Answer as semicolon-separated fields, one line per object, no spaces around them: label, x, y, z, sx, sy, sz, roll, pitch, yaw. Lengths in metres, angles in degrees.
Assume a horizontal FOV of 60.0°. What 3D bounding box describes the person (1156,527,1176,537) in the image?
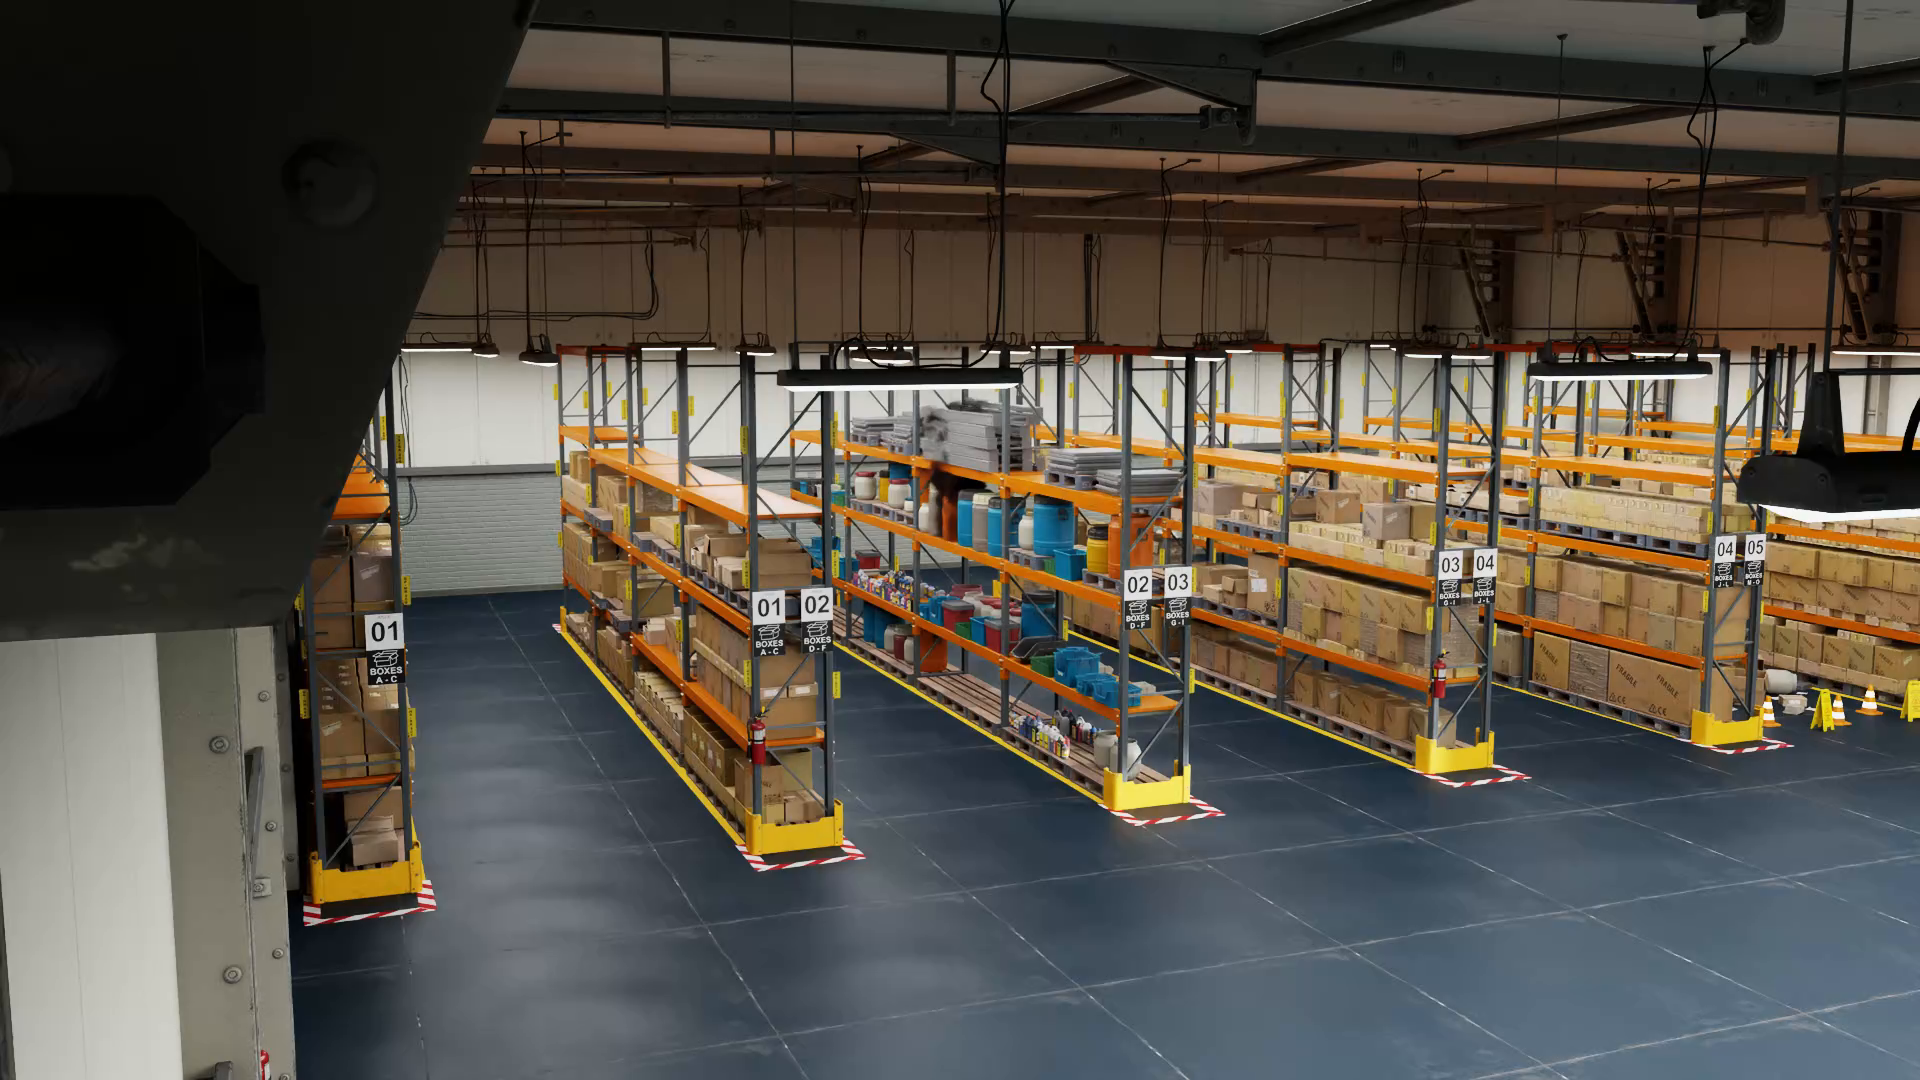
person;4.963;0.328;40.804;0.680;1.715;0.816;6;9;37

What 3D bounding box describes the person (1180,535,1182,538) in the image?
person;5.706;0.300;41.591;0.755;1.559;0.617;-2;8;-15

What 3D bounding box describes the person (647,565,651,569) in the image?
person;-6.596;0.954;36.205;0.558;1.595;0.611;1;7;9
